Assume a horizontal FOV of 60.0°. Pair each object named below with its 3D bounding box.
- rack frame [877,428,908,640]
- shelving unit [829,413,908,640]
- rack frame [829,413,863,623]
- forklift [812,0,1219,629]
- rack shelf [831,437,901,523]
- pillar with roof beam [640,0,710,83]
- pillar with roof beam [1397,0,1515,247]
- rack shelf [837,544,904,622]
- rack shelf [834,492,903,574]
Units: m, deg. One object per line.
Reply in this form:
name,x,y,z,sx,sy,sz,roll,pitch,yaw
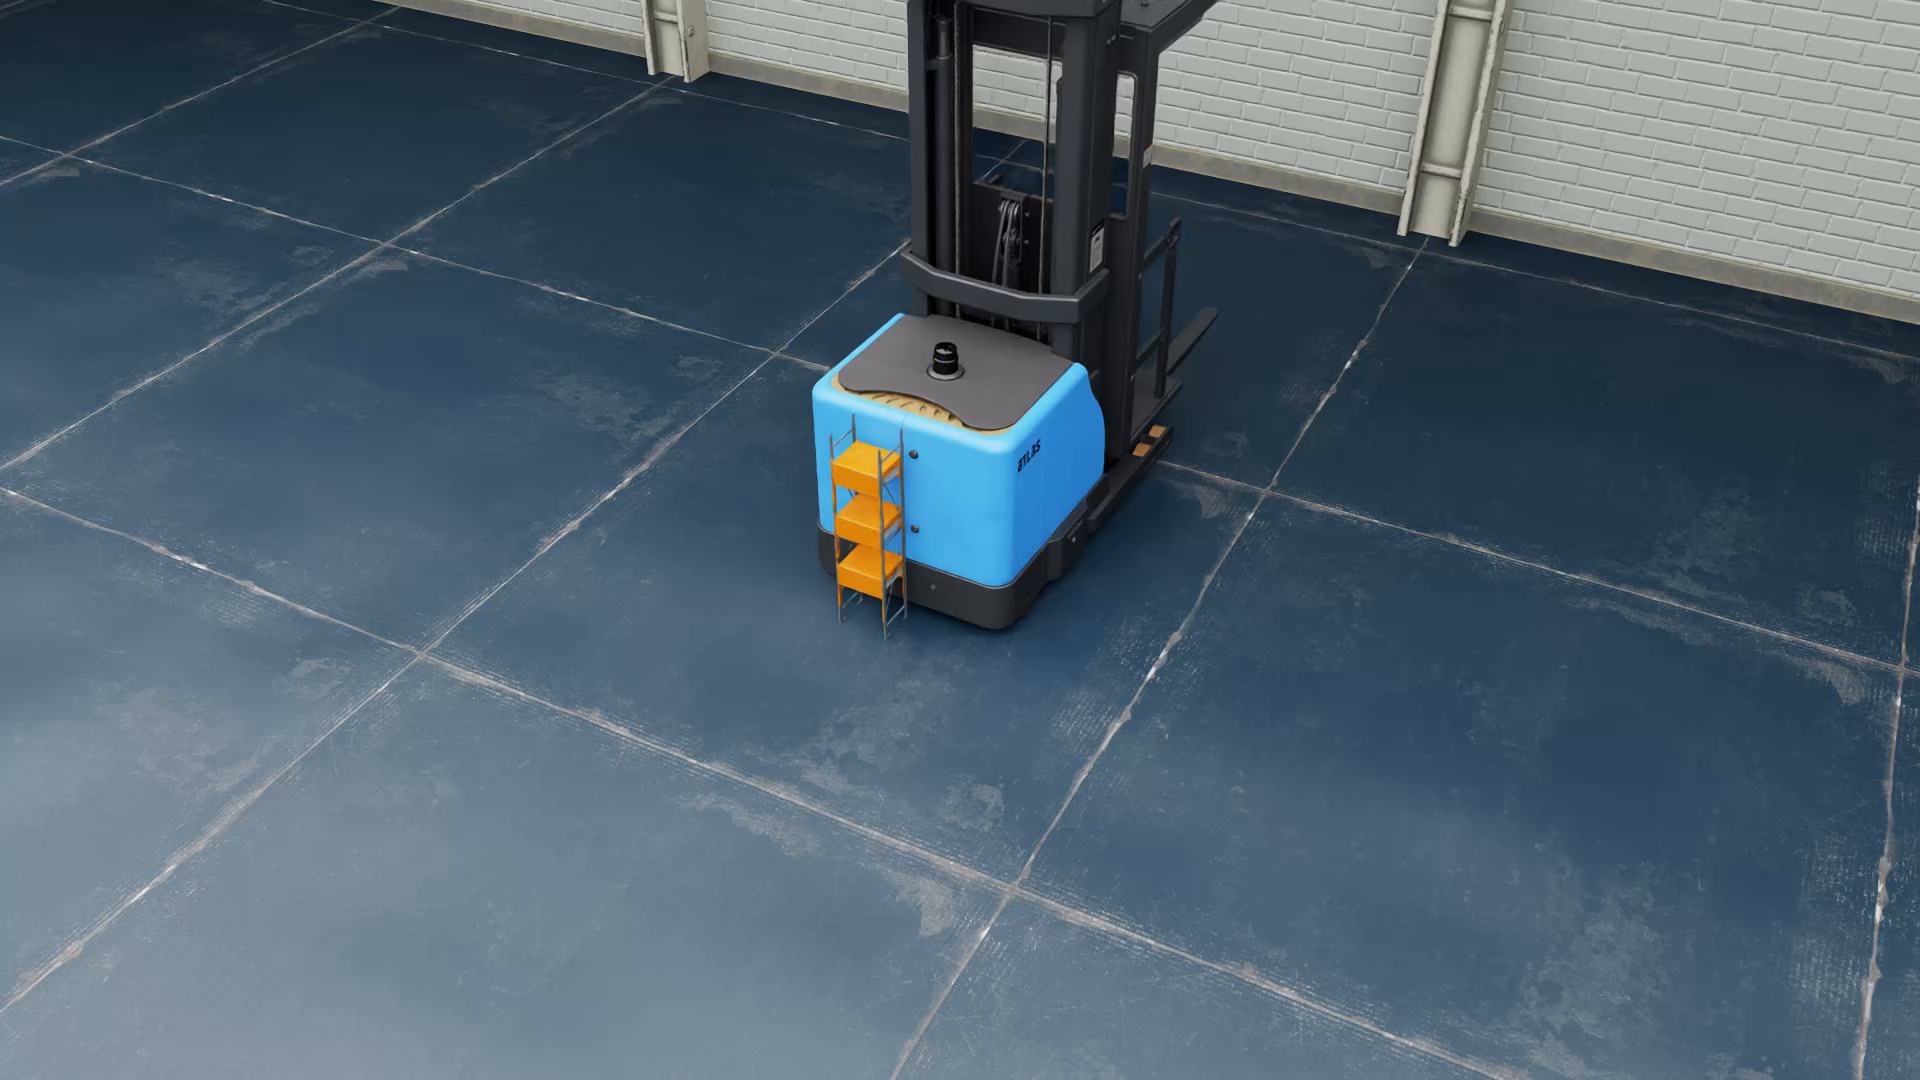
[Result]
rack frame,-0.298,-0.011,7.416,0.008,1.050,0.200,19,41,23
shelving unit,-0.404,-0.047,7.463,0.252,1.050,0.215,19,41,23
rack frame,-0.511,-0.083,7.510,0.008,1.050,0.200,19,41,23
forklift,0.478,-1.633,7.997,1.130,2.935,3.031,19,41,23
rack shelf,-0.404,-0.264,7.298,0.240,0.259,0.215,19,41,23
pillar with roof beam,-4.194,-4.977,7.383,0.400,9.000,9.100,17,41,21
pillar with roof beam,1.134,-3.308,5.185,0.400,9.000,9.100,17,41,21
rack shelf,-0.404,0.183,7.638,0.240,0.259,0.215,19,41,23
rack shelf,-0.404,-0.038,7.470,0.240,0.259,0.215,19,41,23
